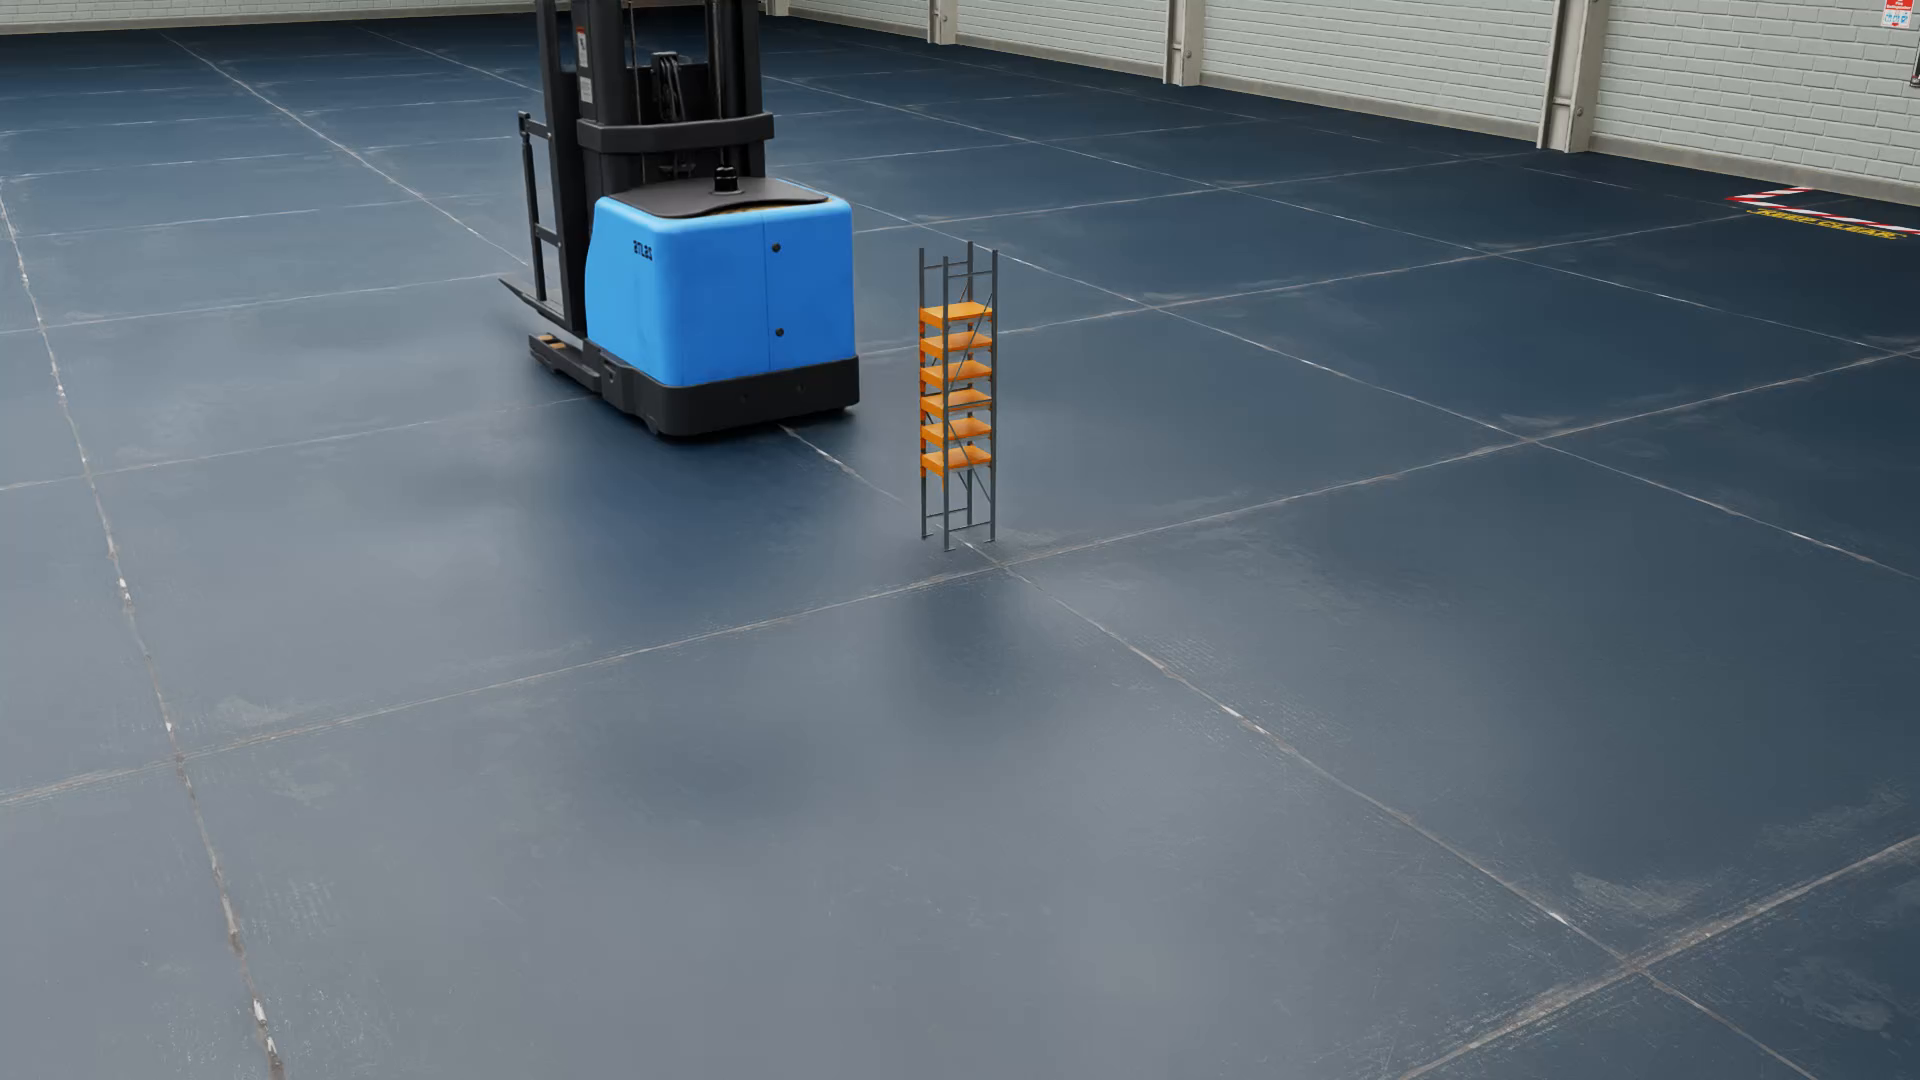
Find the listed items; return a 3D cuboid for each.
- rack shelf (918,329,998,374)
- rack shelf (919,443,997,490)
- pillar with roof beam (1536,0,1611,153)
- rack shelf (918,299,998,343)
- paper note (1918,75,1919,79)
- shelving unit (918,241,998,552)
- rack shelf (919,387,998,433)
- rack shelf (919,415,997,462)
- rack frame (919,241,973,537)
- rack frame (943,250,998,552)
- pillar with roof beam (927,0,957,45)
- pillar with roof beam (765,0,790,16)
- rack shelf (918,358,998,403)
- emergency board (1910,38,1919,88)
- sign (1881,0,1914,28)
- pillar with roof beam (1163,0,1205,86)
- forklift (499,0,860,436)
[{"bbox_3d":[-0.007,-0.742,6.523,0.258,0.103,0.180,-13,25,-28],"label":"rack shelf"},{"bbox_3d":[-0.007,-0.297,6.704,0.258,0.103,0.180,-13,25,-28],"label":"rack shelf"},{"bbox_3d":[2.157,-7.139,12.426,9.100,9.000,0.400,-13,25,-28],"label":"pillar with roof beam"},{"bbox_3d":[-0.007,-0.853,6.478,0.258,0.103,0.180,-13,25,-28],"label":"rack shelf"},{"bbox_3d":[7.663,-3.716,13.140,0.016,0.148,0.142,-13,25,-28],"label":"paper note"},{"bbox_3d":[-0.007,-0.561,6.597,0.258,1.200,0.189,-13,25,-28],"label":"shelving unit"},{"bbox_3d":[-0.007,-0.519,6.614,0.258,0.103,0.180,-13,25,-28],"label":"rack shelf"},{"bbox_3d":[-0.007,-0.408,6.659,0.258,0.103,0.180,-13,25,-28],"label":"rack shelf"},{"bbox_3d":[-0.054,-0.590,6.670,0.240,1.200,0.006,-13,25,-28],"label":"rack frame"},{"bbox_3d":[0.039,-0.531,6.524,0.240,1.200,0.006,-13,25,-28],"label":"rack frame"},{"bbox_3d":[-3.972,-11.024,21.983,9.100,9.000,0.400,-13,25,-28],"label":"pillar with roof beam"},{"bbox_3d":[-7.037,-12.966,26.761,9.100,9.000,0.400,-13,25,-28],"label":"pillar with roof beam"},{"bbox_3d":[-0.007,-0.631,6.569,0.258,0.103,0.180,-13,25,-28],"label":"rack shelf"},{"bbox_3d":[7.705,-4.060,12.816,0.157,1.169,0.626,-13,25,-28],"label":"emergency board"},{"bbox_3d":[7.500,-4.269,13.283,0.001,0.329,0.234,-13,25,-28],"label":"sign"},{"bbox_3d":[-0.907,-9.082,17.204,9.100,9.000,0.400,-13,25,-28],"label":"pillar with roof beam"},{"bbox_3d":[-1.722,-2.350,8.700,1.130,2.935,3.031,-14,26,-30],"label":"forklift"}]
